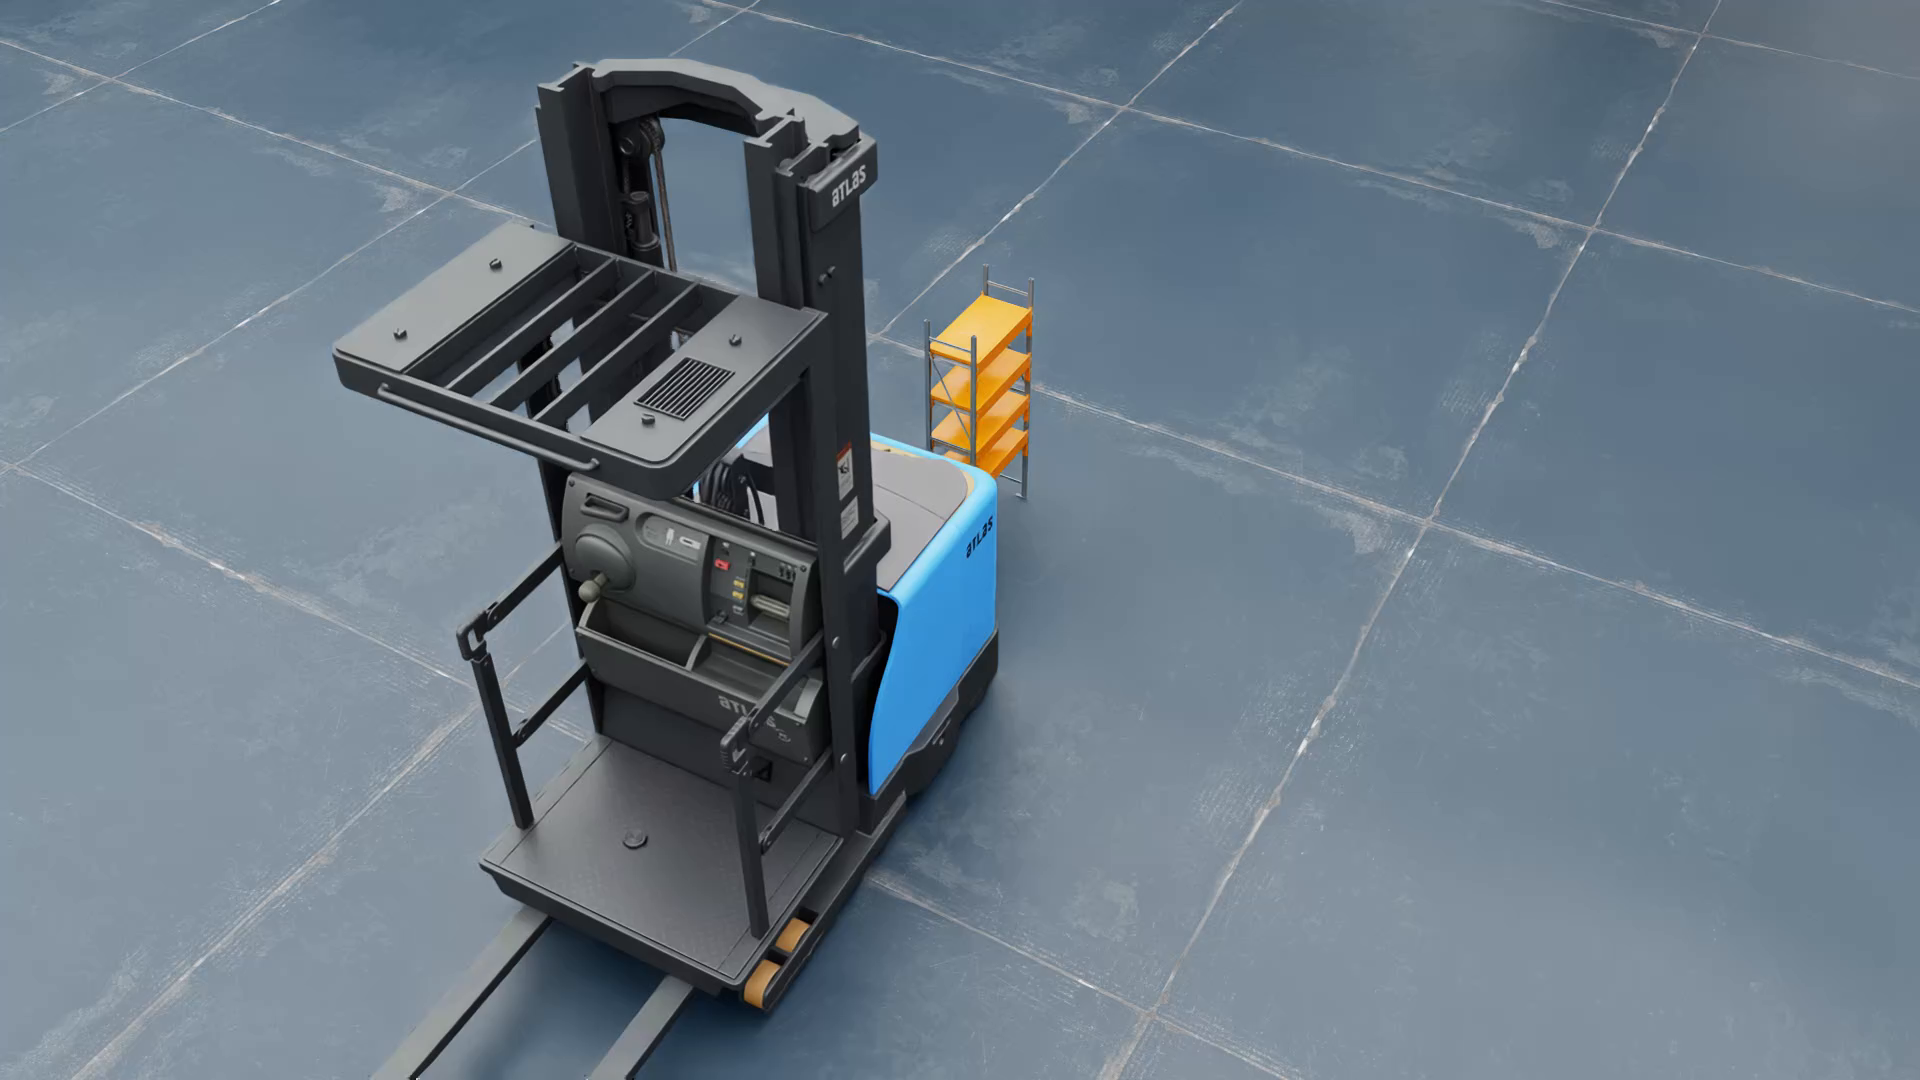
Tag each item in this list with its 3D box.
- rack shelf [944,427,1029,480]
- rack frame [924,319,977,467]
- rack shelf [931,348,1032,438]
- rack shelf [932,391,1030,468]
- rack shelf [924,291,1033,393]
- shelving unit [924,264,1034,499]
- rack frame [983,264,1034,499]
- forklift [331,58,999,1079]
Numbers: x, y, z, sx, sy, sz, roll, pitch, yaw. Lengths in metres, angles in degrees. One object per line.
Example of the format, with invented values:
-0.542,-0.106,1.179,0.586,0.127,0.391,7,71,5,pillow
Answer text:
0.083,-0.345,7.452,0.258,0.148,0.480,21,45,22,rack shelf
-0.039,-0.405,7.118,0.240,1.200,0.015,21,45,22,rack frame
0.083,-0.662,7.173,0.258,0.148,0.480,21,45,22,rack shelf
0.083,-0.495,7.321,0.258,0.148,0.480,21,45,22,rack shelf
0.083,-0.840,7.017,0.258,0.148,0.480,21,45,22,rack shelf
0.083,-0.545,7.277,0.258,1.200,0.503,21,45,22,shelving unit
0.205,-0.685,7.435,0.240,1.200,0.015,21,45,22,rack frame
-0.978,0.170,5.155,1.130,2.935,3.031,19,45,20,forklift
